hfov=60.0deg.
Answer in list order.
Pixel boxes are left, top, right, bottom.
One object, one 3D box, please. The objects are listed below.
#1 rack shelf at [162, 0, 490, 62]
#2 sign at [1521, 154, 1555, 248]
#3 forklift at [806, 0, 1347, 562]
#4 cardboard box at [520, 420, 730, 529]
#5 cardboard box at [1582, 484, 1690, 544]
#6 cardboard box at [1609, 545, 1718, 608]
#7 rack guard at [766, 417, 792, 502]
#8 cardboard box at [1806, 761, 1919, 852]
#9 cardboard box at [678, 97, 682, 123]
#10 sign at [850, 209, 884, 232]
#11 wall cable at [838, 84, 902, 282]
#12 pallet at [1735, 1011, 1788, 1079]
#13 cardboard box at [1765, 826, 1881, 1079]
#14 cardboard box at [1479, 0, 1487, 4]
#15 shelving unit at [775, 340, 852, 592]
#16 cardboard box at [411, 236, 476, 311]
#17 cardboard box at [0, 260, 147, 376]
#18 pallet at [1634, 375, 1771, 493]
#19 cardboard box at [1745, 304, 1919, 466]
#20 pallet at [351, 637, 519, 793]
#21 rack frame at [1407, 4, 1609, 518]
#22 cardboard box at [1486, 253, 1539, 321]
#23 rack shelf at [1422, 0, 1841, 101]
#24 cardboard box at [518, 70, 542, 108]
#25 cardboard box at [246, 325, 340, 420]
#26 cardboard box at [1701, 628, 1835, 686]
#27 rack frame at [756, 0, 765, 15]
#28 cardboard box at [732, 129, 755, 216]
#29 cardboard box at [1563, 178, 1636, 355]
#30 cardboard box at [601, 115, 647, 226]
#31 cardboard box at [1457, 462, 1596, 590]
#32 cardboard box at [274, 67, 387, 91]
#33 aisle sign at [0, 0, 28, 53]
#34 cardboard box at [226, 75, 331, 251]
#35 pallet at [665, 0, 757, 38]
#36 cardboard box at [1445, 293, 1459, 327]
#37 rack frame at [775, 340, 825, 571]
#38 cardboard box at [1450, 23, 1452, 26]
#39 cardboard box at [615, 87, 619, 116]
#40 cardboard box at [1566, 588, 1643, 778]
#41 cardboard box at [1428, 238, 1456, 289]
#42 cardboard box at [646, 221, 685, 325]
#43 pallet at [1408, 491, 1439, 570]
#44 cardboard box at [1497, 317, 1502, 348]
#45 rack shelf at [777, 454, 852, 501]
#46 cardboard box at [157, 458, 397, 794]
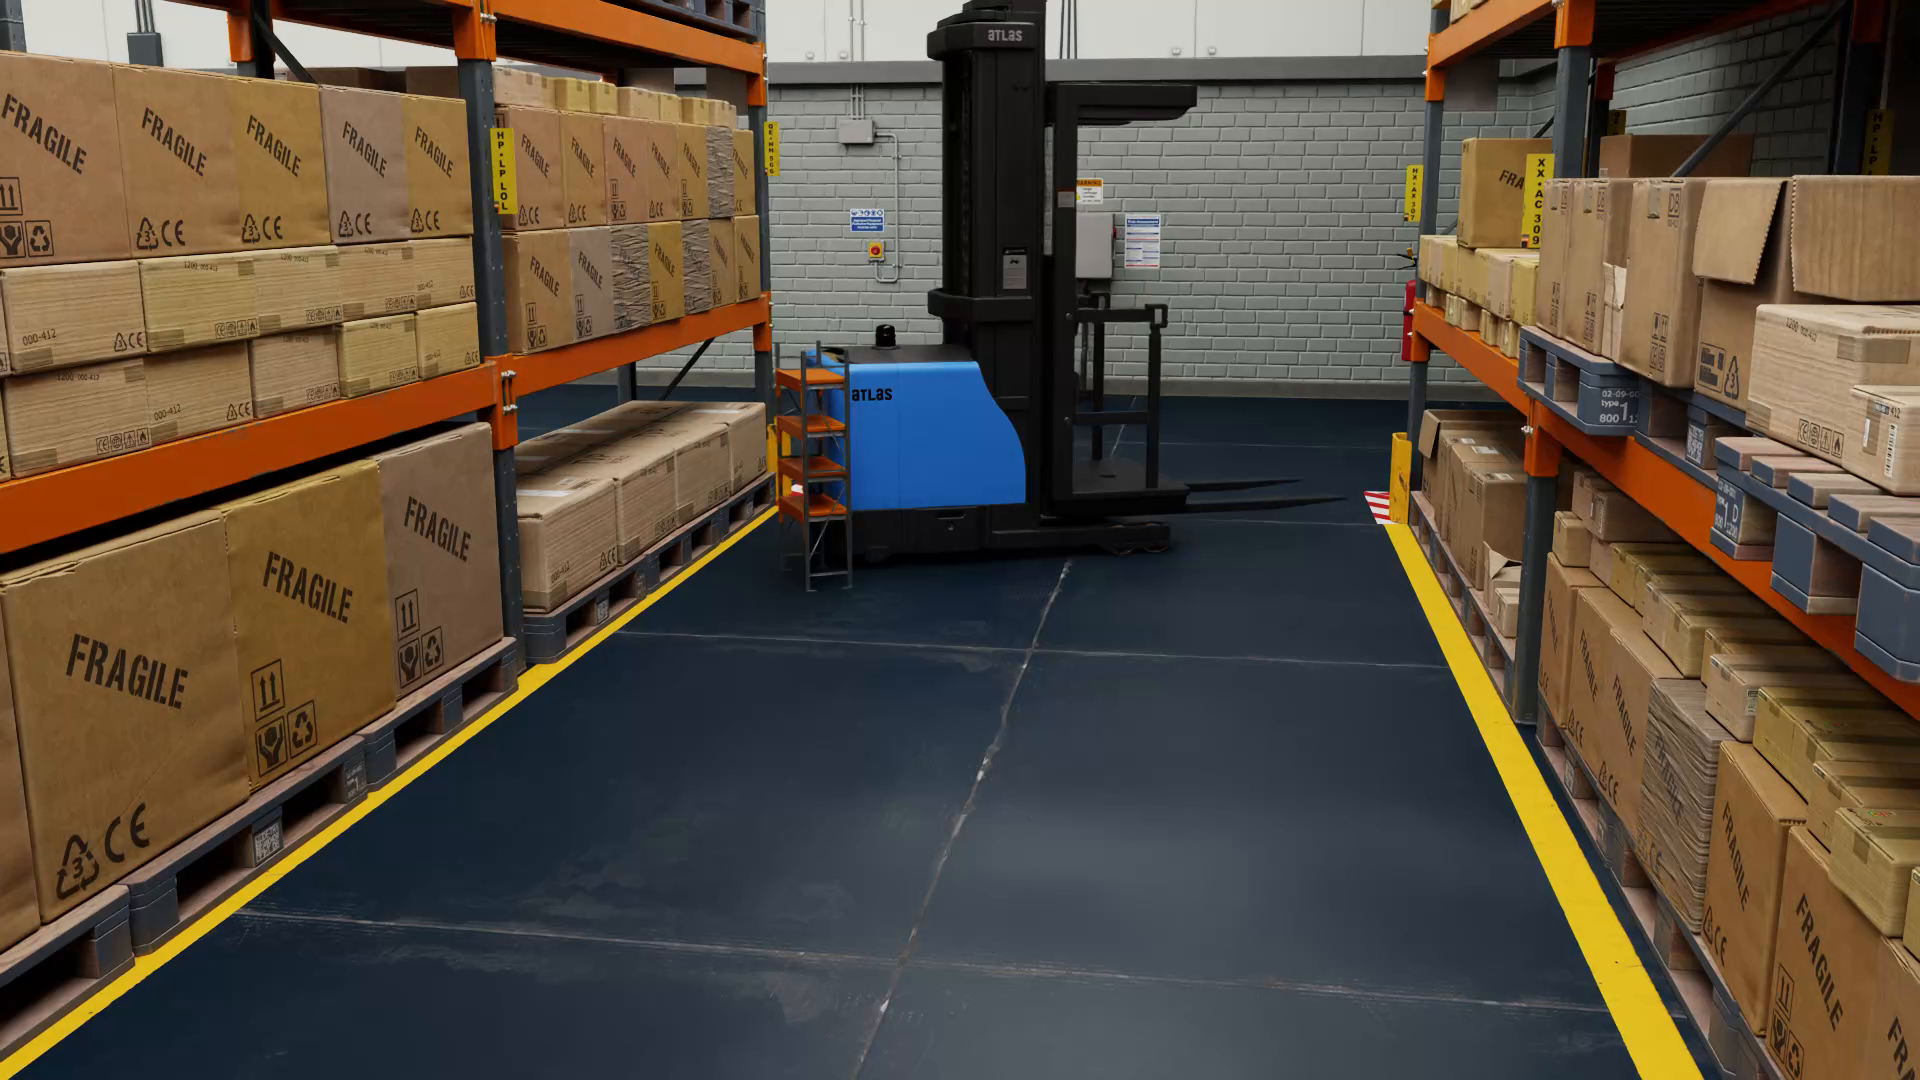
[{"bbox_3d":[-2.623,-1.621,4.485,1.077,0.370,4.000,2,12,9],"label":"rack shelf"},{"bbox_3d":[2.052,-1.202,5.897,0.100,0.325,0.005,2,12,9],"label":"sign"},{"bbox_3d":[0.681,-1.455,9.286,3.031,2.935,1.130,-3,12,-13],"label":"forklift"},{"bbox_3d":[-1.835,-0.377,9.208,0.875,0.438,0.875,2,12,10],"label":"cardboard box"},{"bbox_3d":[2.279,-0.087,5.469,0.380,0.149,0.250,1,12,6],"label":"cardboard box"},{"bbox_3d":[2.277,0.116,5.230,0.380,0.149,0.250,1,12,6],"label":"cardboard box"},{"bbox_3d":[-1.697,-0.539,10.807,1.175,0.500,0.348,2,12,9],"label":"rack guard"},{"bbox_3d":[1.896,0.547,3.232,0.380,0.149,0.250,1,12,7],"label":"cardboard box"},{"bbox_3d":[-1.719,-2.316,8.970,0.380,0.149,0.250,2,12,8],"label":"cardboard box"},{"bbox_3d":[-0.894,-3.077,16.009,0.327,0.218,0.001,2,12,9],"label":"sign"},{"bbox_3d":[-0.856,-3.442,15.860,0.585,1.953,0.123,2,12,9],"label":"wall cable"},{"bbox_3d":[2.127,1.279,3.060,1.003,0.211,1.213,2,12,9],"label":"pallet"},{"bbox_3d":[1.914,0.887,3.192,0.500,0.500,0.500,2,12,8],"label":"cardboard box"},{"bbox_3d":[2.561,-2.512,7.508,0.380,0.149,0.250,2,12,10],"label":"cardboard box"},{"bbox_3d":[-0.744,-0.385,8.431,0.258,1.200,0.503,-5,13,-21],"label":"shelving unit"},{"bbox_3d":[-2.143,-0.995,6.158,0.500,0.250,0.500,2,12,9],"label":"cardboard box"},{"bbox_3d":[-2.439,-0.570,4.187,0.500,0.250,0.500,2,12,8],"label":"cardboard box"},{"bbox_3d":[2.269,-0.242,3.950,1.003,0.211,1.213,2,12,9],"label":"pallet"},{"bbox_3d":[1.817,-0.292,3.090,0.500,0.250,0.500,1,12,6],"label":"cardboard box"},{"bbox_3d":[-2.360,0.603,6.194,1.003,0.211,1.213,2,12,9],"label":"pallet"},{"bbox_3d":[3.205,-1.596,9.778,1.000,3.000,0.127,2,12,9],"label":"rack frame"},{"bbox_3d":[2.489,-1.054,6.913,0.500,0.250,0.500,2,12,9],"label":"cardboard box"},{"bbox_3d":[2.897,-2.294,7.606,1.077,0.370,4.000,2,12,9],"label":"rack shelf"},{"bbox_3d":[-1.987,-1.889,6.988,0.380,0.149,0.250,2,12,9],"label":"cardboard box"},{"bbox_3d":[-2.311,-0.538,5.225,0.500,0.250,0.500,2,12,7],"label":"cardboard box"},{"bbox_3d":[2.120,0.334,4.223,0.380,0.149,0.250,2,12,9],"label":"cardboard box"},{"bbox_3d":[-1.700,-4.688,9.889,1.000,3.000,0.127,2,12,9],"label":"rack frame"},{"bbox_3d":[-1.539,-2.185,9.903,0.500,0.500,0.500,2,12,11],"label":"cardboard box"},{"bbox_3d":[2.215,-0.816,4.926,0.700,0.500,0.500,2,12,9],"label":"cardboard box"},{"bbox_3d":[-1.829,-1.763,7.945,0.500,0.500,0.500,2,12,10],"label":"cardboard box"},{"bbox_3d":[2.688,-0.062,7.598,0.700,0.500,0.500,1,12,7],"label":"cardboard box"},{"bbox_3d":[-2.583,-1.852,6.818,0.380,0.149,0.250,2,12,7],"label":"cardboard box"},{"bbox_3d":[-6.299,-3.171,10.919,0.394,0.787,0.004,2,12,9],"label":"aisle sign"},{"bbox_3d":[-2.306,-1.147,5.084,0.500,0.500,0.500,2,12,10],"label":"cardboard box"},{"bbox_3d":[-1.804,-3.024,9.496,1.003,0.211,1.213,2,12,9],"label":"pallet"},{"bbox_3d":[2.636,-1.147,8.291,0.380,0.149,0.250,2,12,7],"label":"cardboard box"},{"bbox_3d":[-0.831,-0.433,8.654,0.240,1.200,0.015,-5,13,-21],"label":"rack frame"},{"bbox_3d":[2.926,-2.880,9.215,0.380,0.149,0.250,2,12,10],"label":"cardboard box"},{"bbox_3d":[-1.864,-2.103,7.980,0.380,0.149,0.250,2,12,8],"label":"cardboard box"},{"bbox_3d":[2.221,0.458,5.184,0.500,0.500,0.500,2,12,8],"label":"cardboard box"},{"bbox_3d":[2.792,-1.477,8.878,0.500,0.250,0.500,2,12,9],"label":"cardboard box"},{"bbox_3d":[-1.741,-1.376,8.523,0.500,0.500,0.500,2,12,10],"label":"cardboard box"},{"bbox_3d":[3.072,-0.051,9.228,1.003,0.211,1.213,2,12,9],"label":"pallet"},{"bbox_3d":[2.491,-0.878,7.045,0.380,0.149,0.250,2,12,10],"label":"cardboard box"},{"bbox_3d":[-0.744,-0.319,8.445,0.258,0.148,0.480,-5,13,-21],"label":"rack shelf"},{"bbox_3d":[-2.463,0.230,5.352,0.875,0.875,0.875,2,12,10],"label":"cardboard box"}]
